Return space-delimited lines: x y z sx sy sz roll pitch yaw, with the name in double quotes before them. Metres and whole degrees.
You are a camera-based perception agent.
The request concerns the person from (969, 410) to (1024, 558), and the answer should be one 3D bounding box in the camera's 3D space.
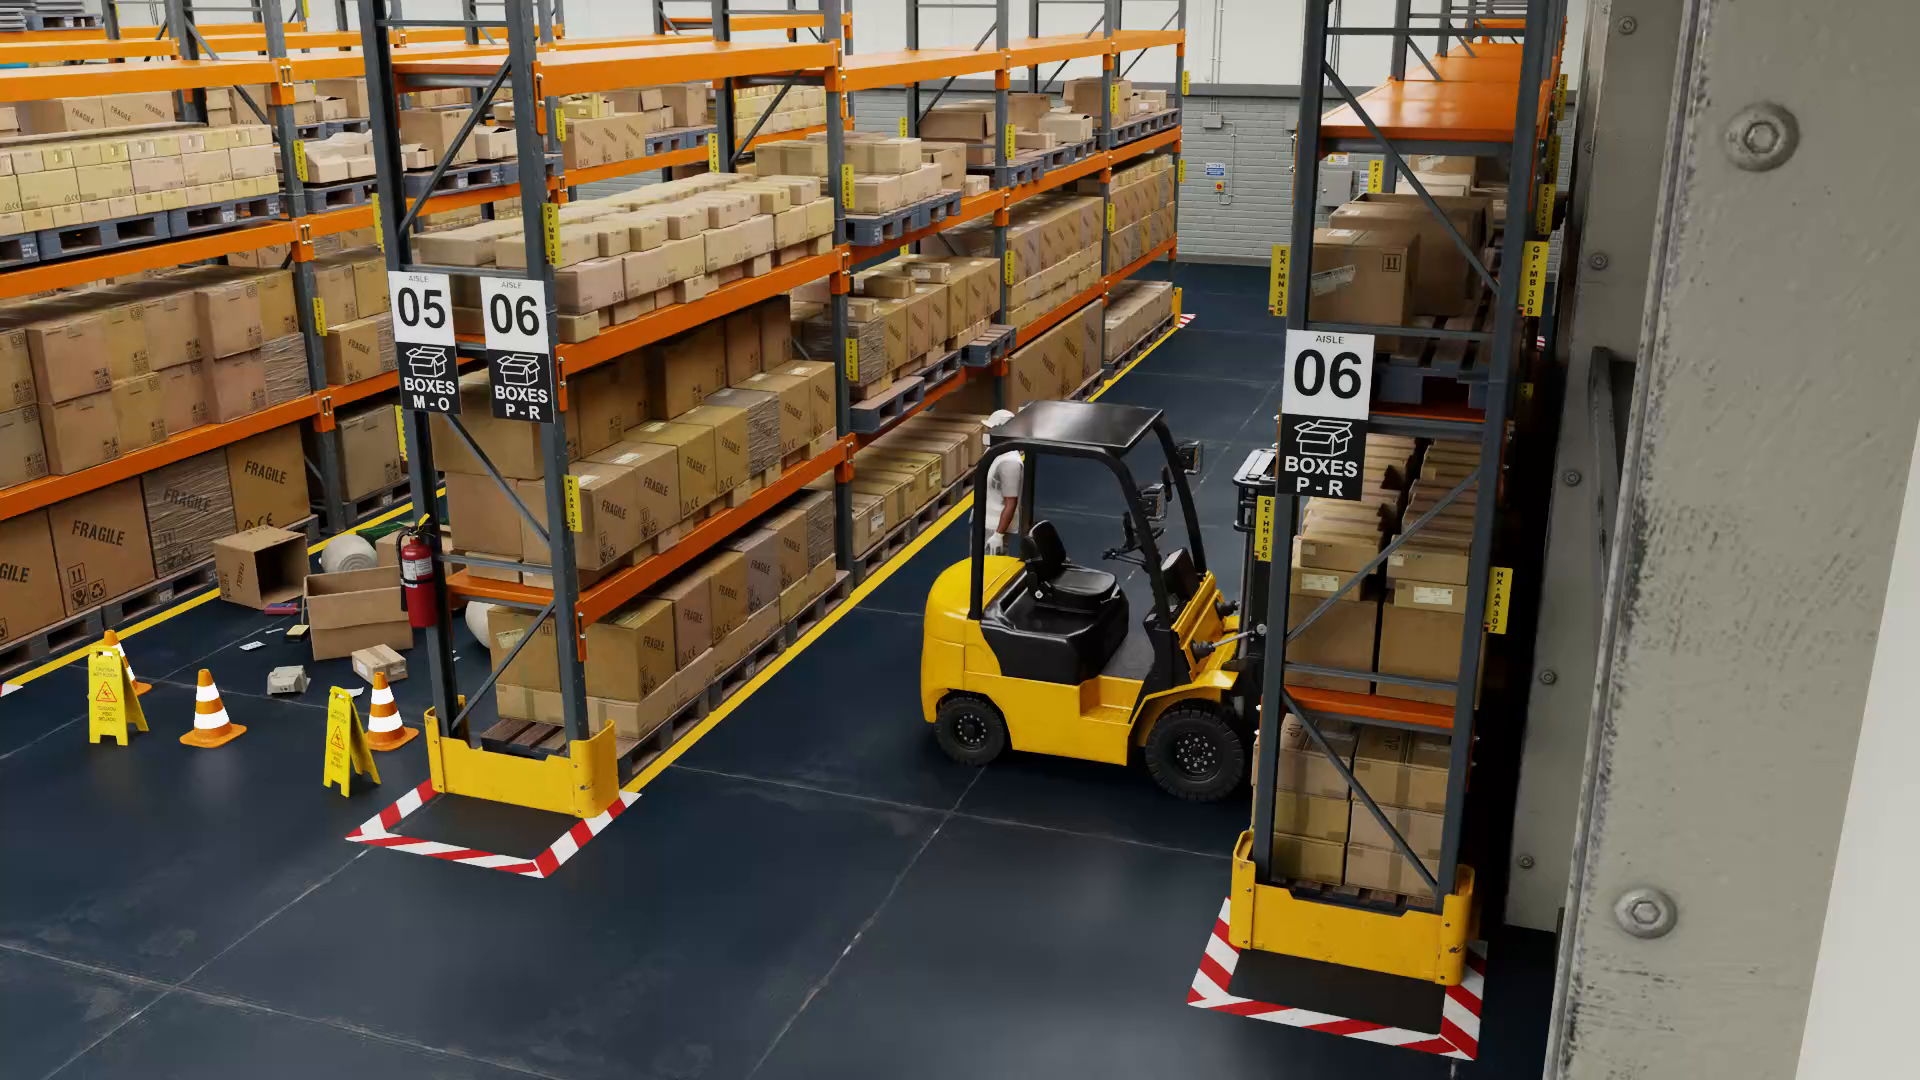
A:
"person" 0.169 -0.098 12.292 0.575 1.785 0.656 -4 19 -12
